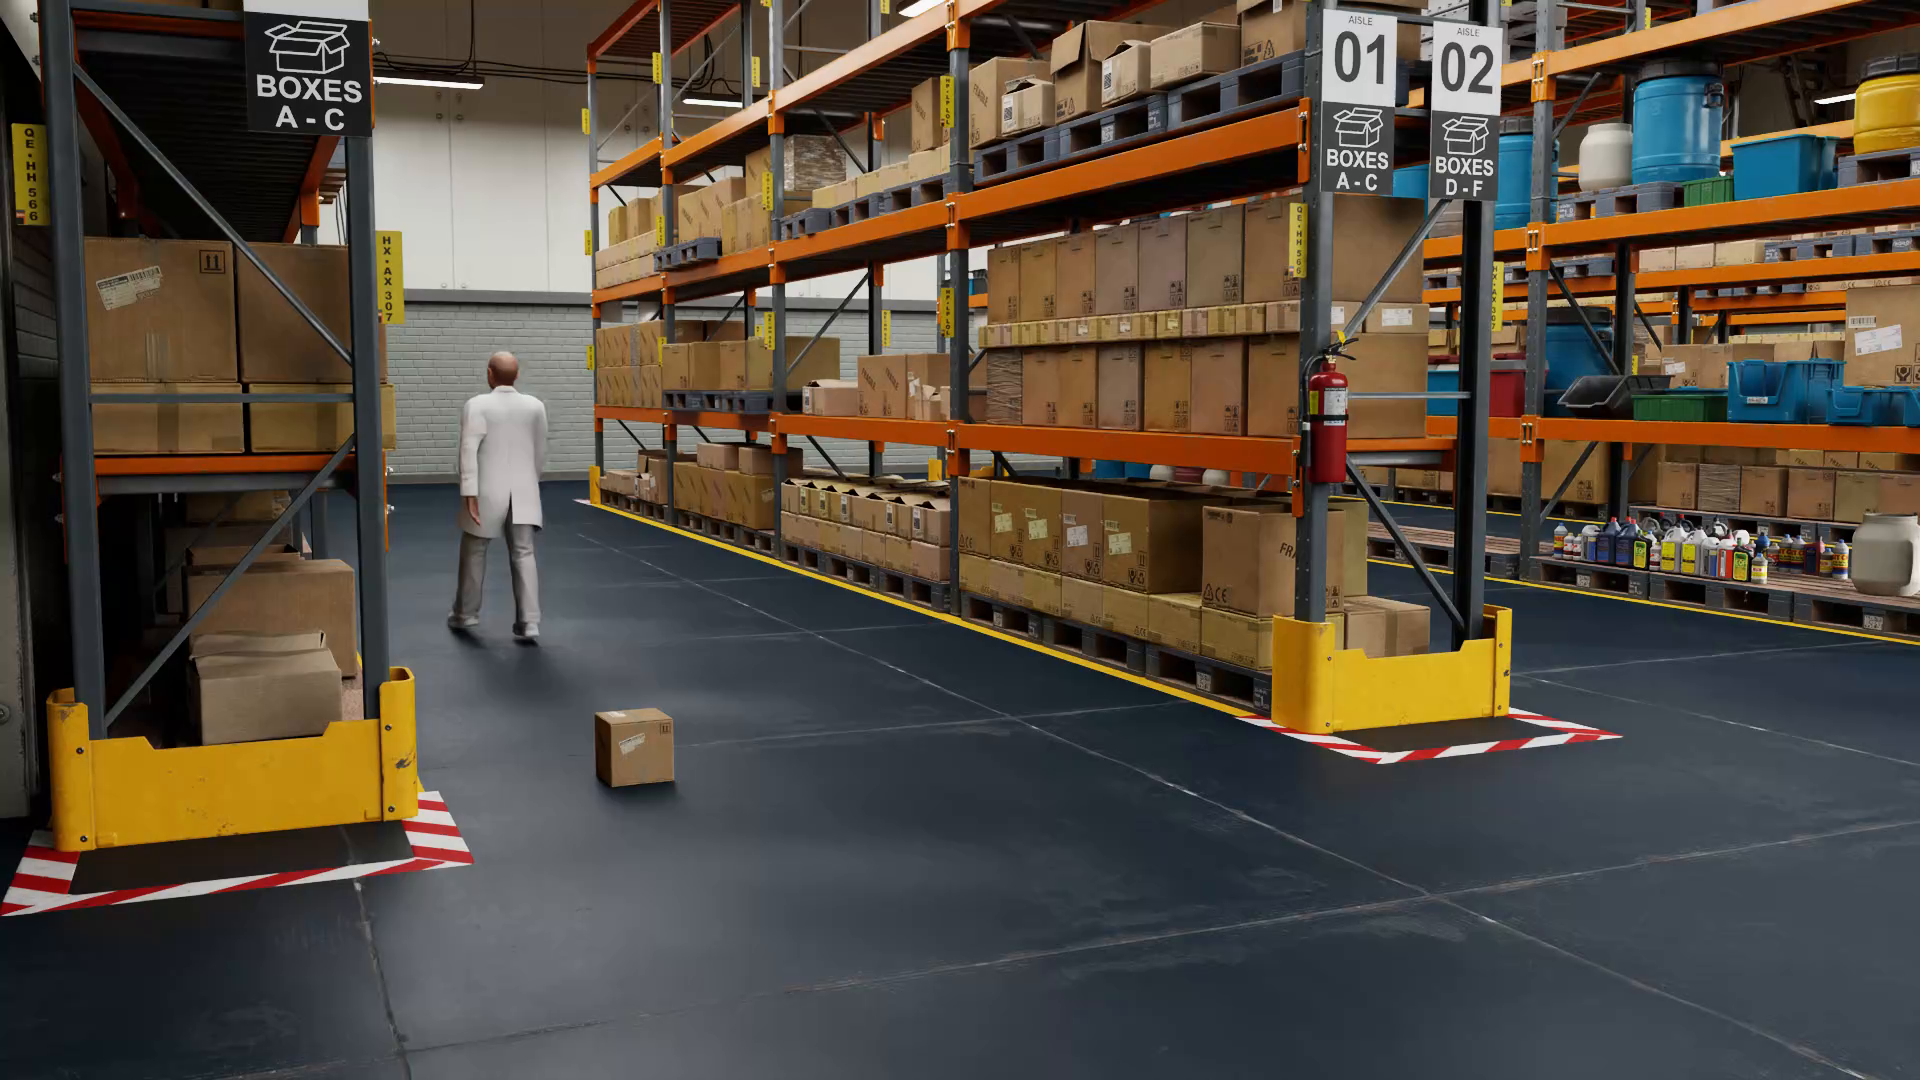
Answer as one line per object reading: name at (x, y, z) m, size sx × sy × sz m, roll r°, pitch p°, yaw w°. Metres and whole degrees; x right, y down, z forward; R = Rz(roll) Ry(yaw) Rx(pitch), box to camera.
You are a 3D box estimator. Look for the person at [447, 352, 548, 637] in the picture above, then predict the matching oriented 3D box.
person at (-2.866, -0.298, 10.336) m, size 0.589 × 1.731 × 1.010 m, roll -3°, pitch 6°, yaw -31°
